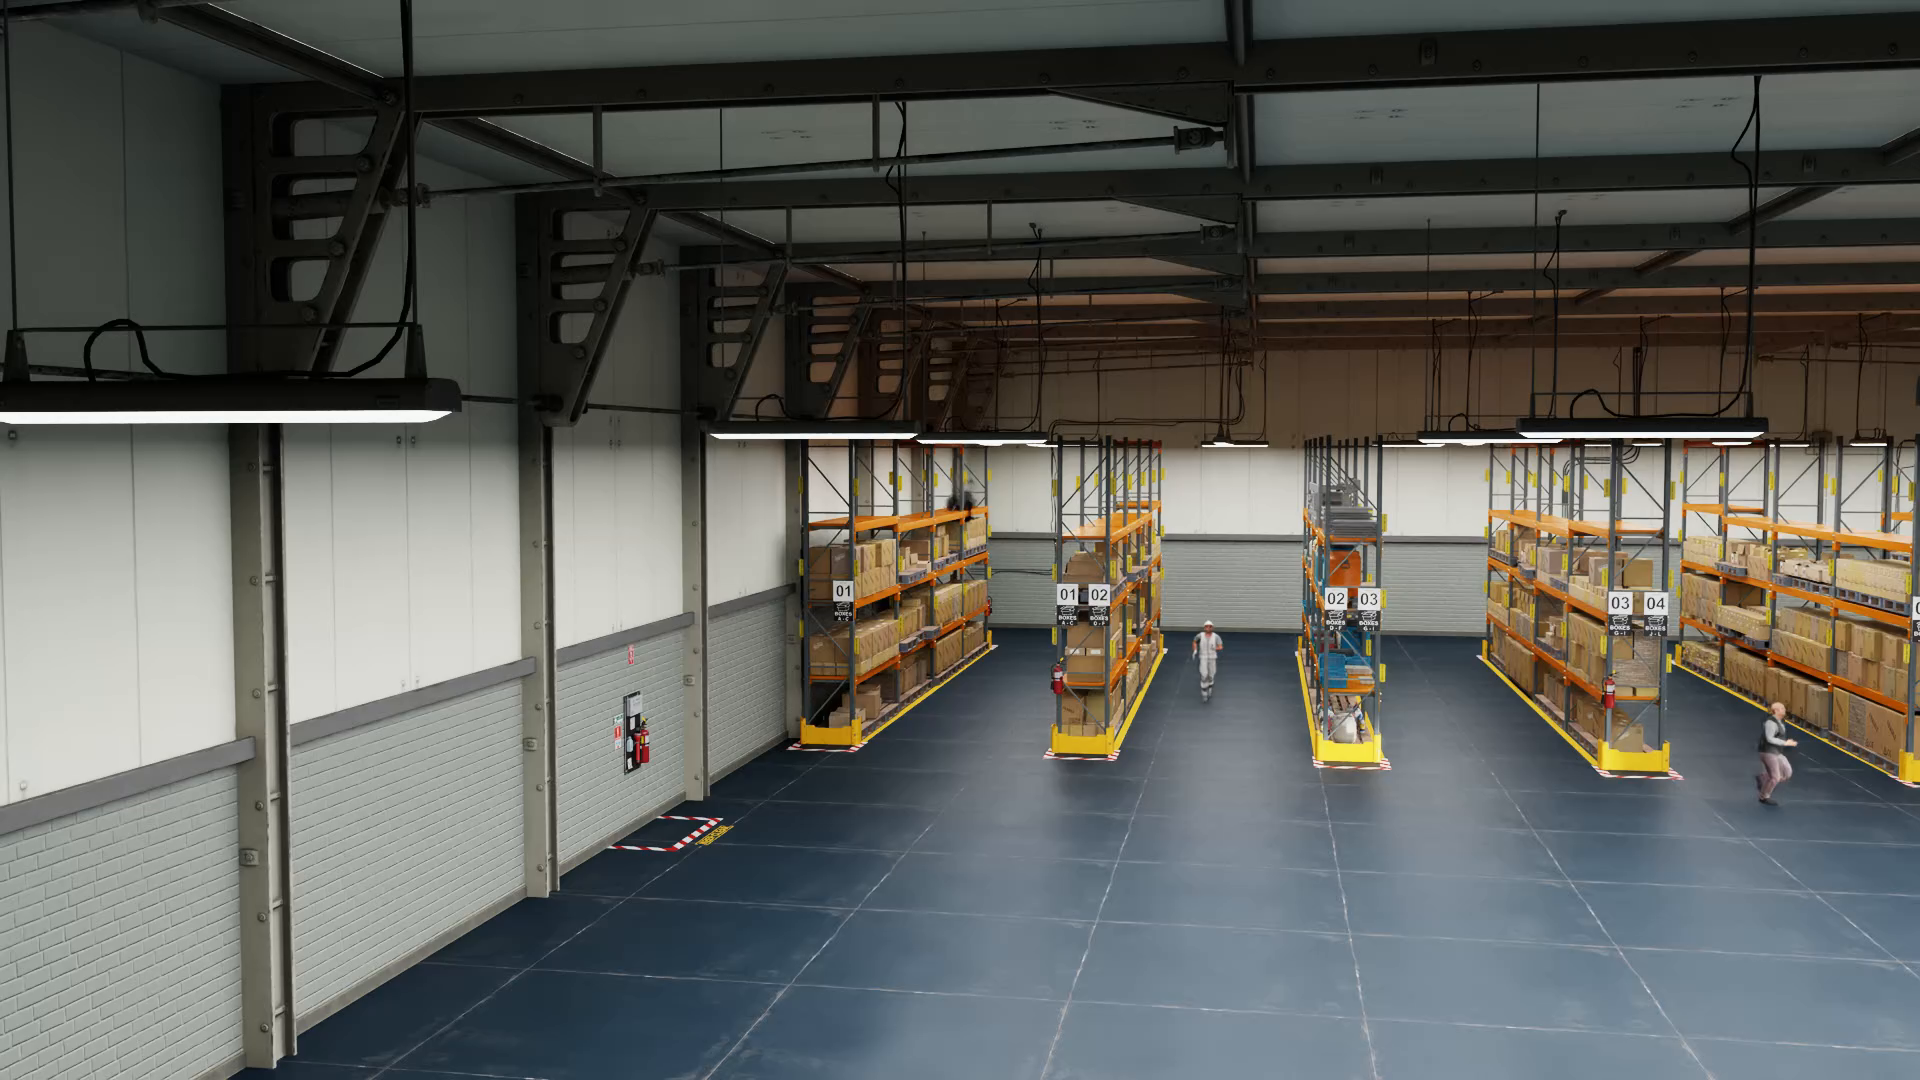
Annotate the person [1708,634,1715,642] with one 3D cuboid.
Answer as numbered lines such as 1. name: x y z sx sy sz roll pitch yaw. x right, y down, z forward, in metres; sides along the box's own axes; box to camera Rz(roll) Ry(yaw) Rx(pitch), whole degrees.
1. person: 20.710 2.505 45.557 0.715 1.489 0.778 2 4 33

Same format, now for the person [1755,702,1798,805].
1. person: 13.164 3.442 26.804 0.643 1.672 0.698 3 4 41

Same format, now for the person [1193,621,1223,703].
1. person: 5.660 2.750 37.998 0.663 1.820 0.846 0 3 2
